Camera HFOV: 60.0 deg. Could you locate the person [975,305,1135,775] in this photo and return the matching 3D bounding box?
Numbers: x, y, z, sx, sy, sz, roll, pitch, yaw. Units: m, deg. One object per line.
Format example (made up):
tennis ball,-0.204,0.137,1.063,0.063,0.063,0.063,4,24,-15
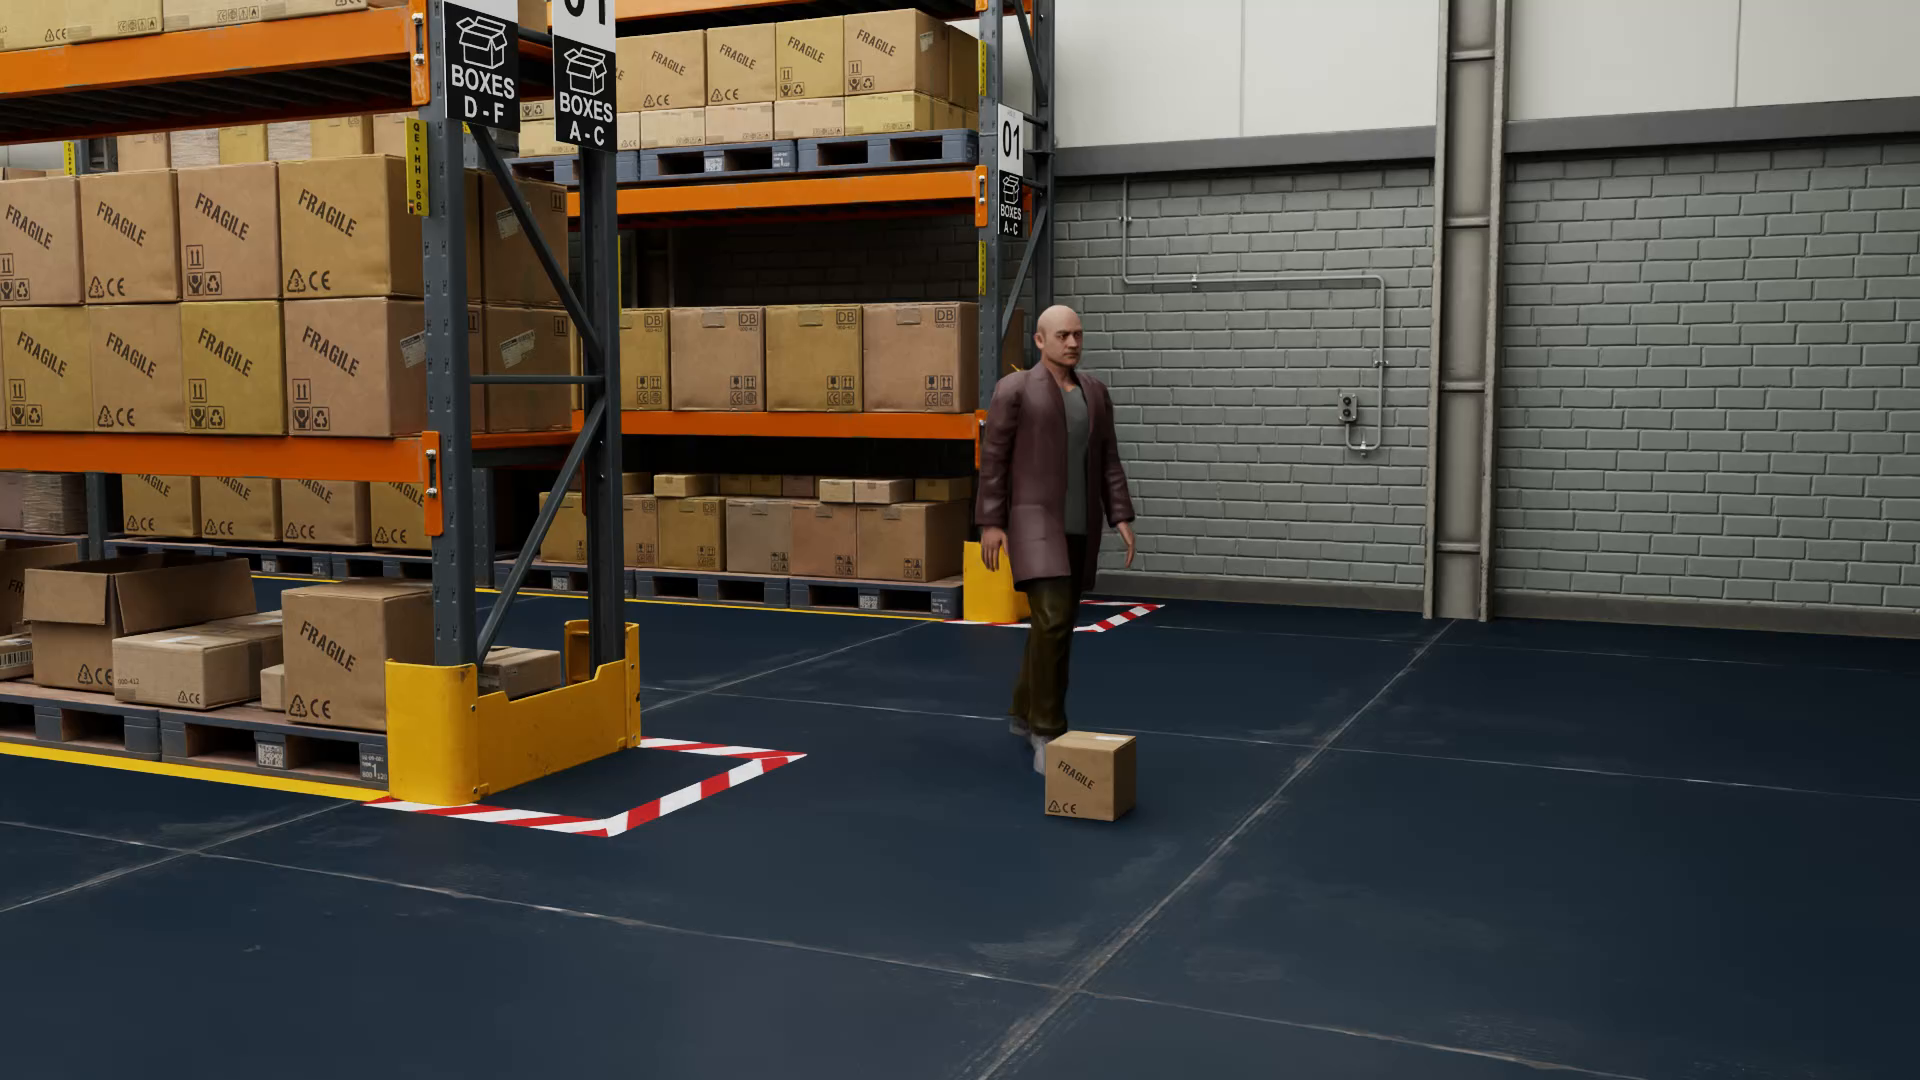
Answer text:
person,0.383,-0.014,6.637,0.616,1.830,0.575,-4,7,-36
